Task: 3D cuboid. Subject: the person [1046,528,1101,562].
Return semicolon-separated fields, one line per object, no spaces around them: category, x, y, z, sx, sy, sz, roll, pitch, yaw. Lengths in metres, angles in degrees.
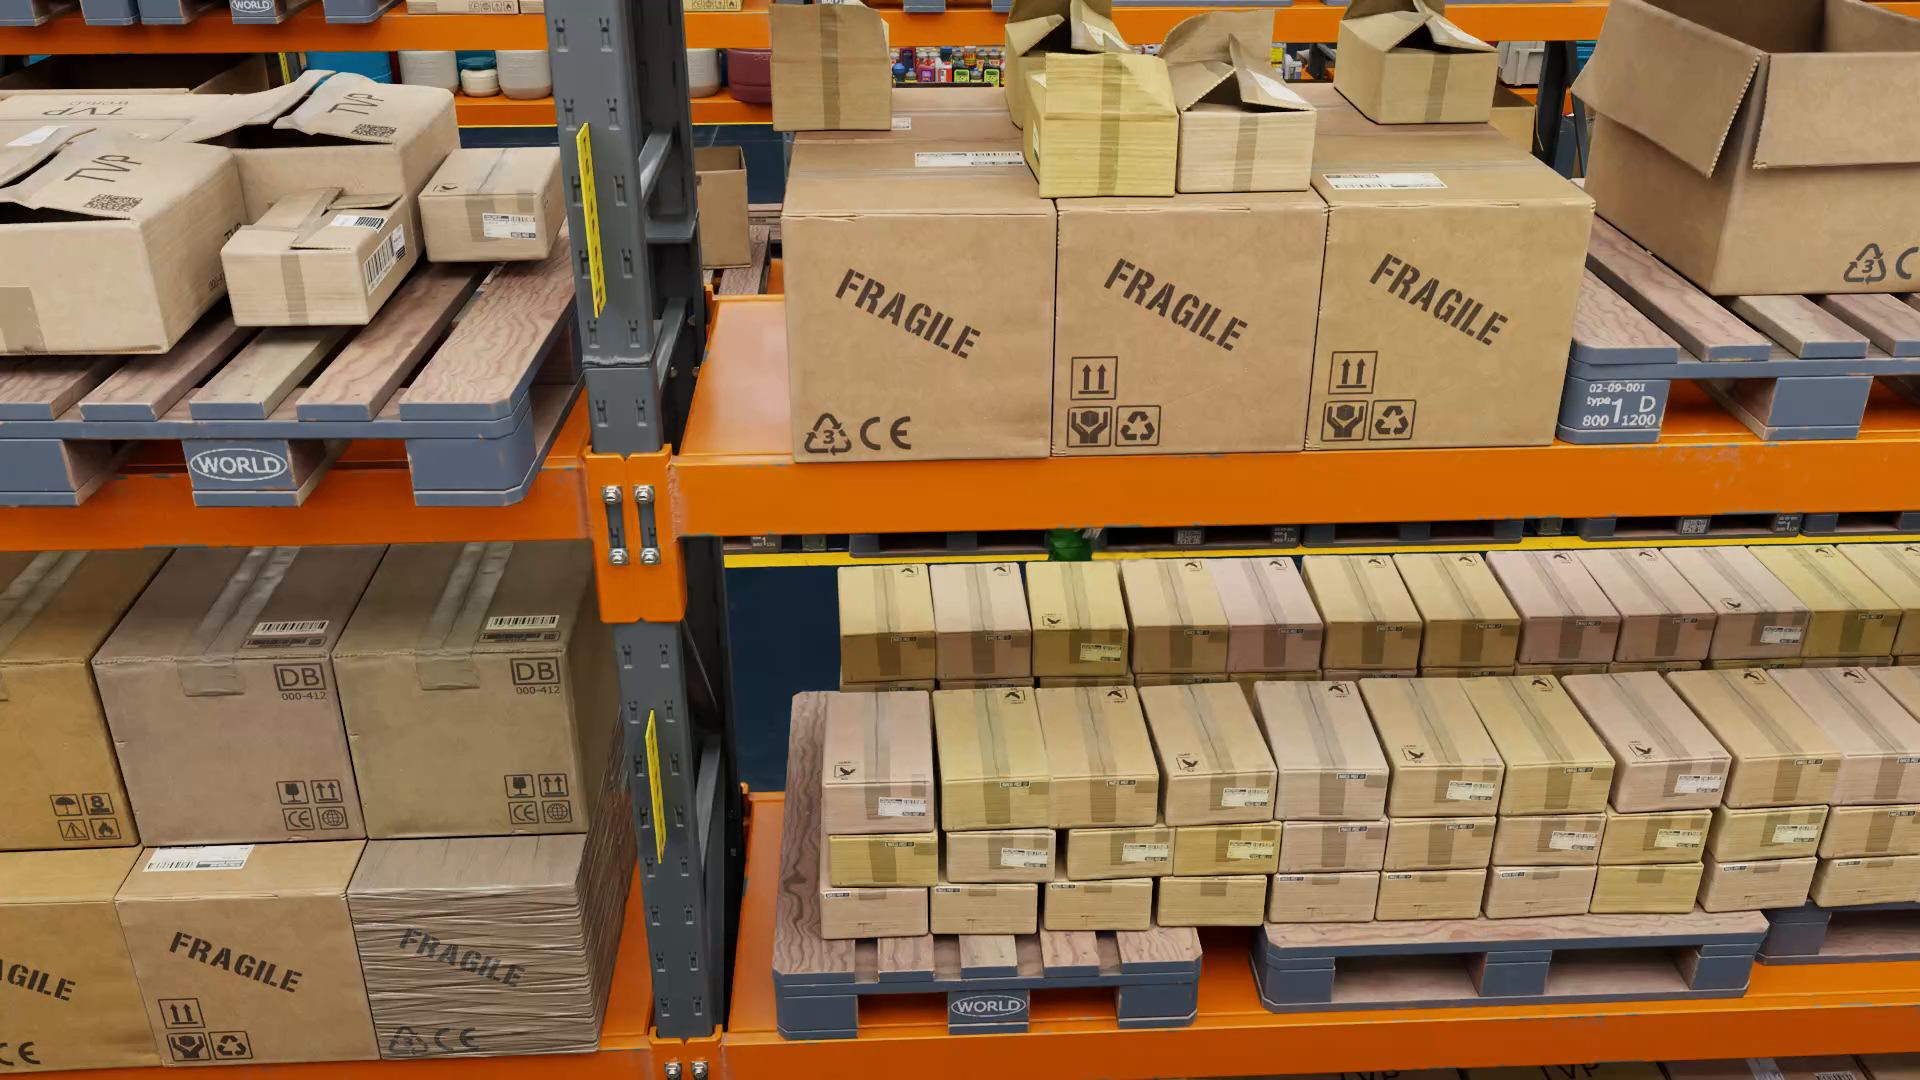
person;0.492;-0.227;7.539;0.431;1.782;0.563;-2;27;-4
